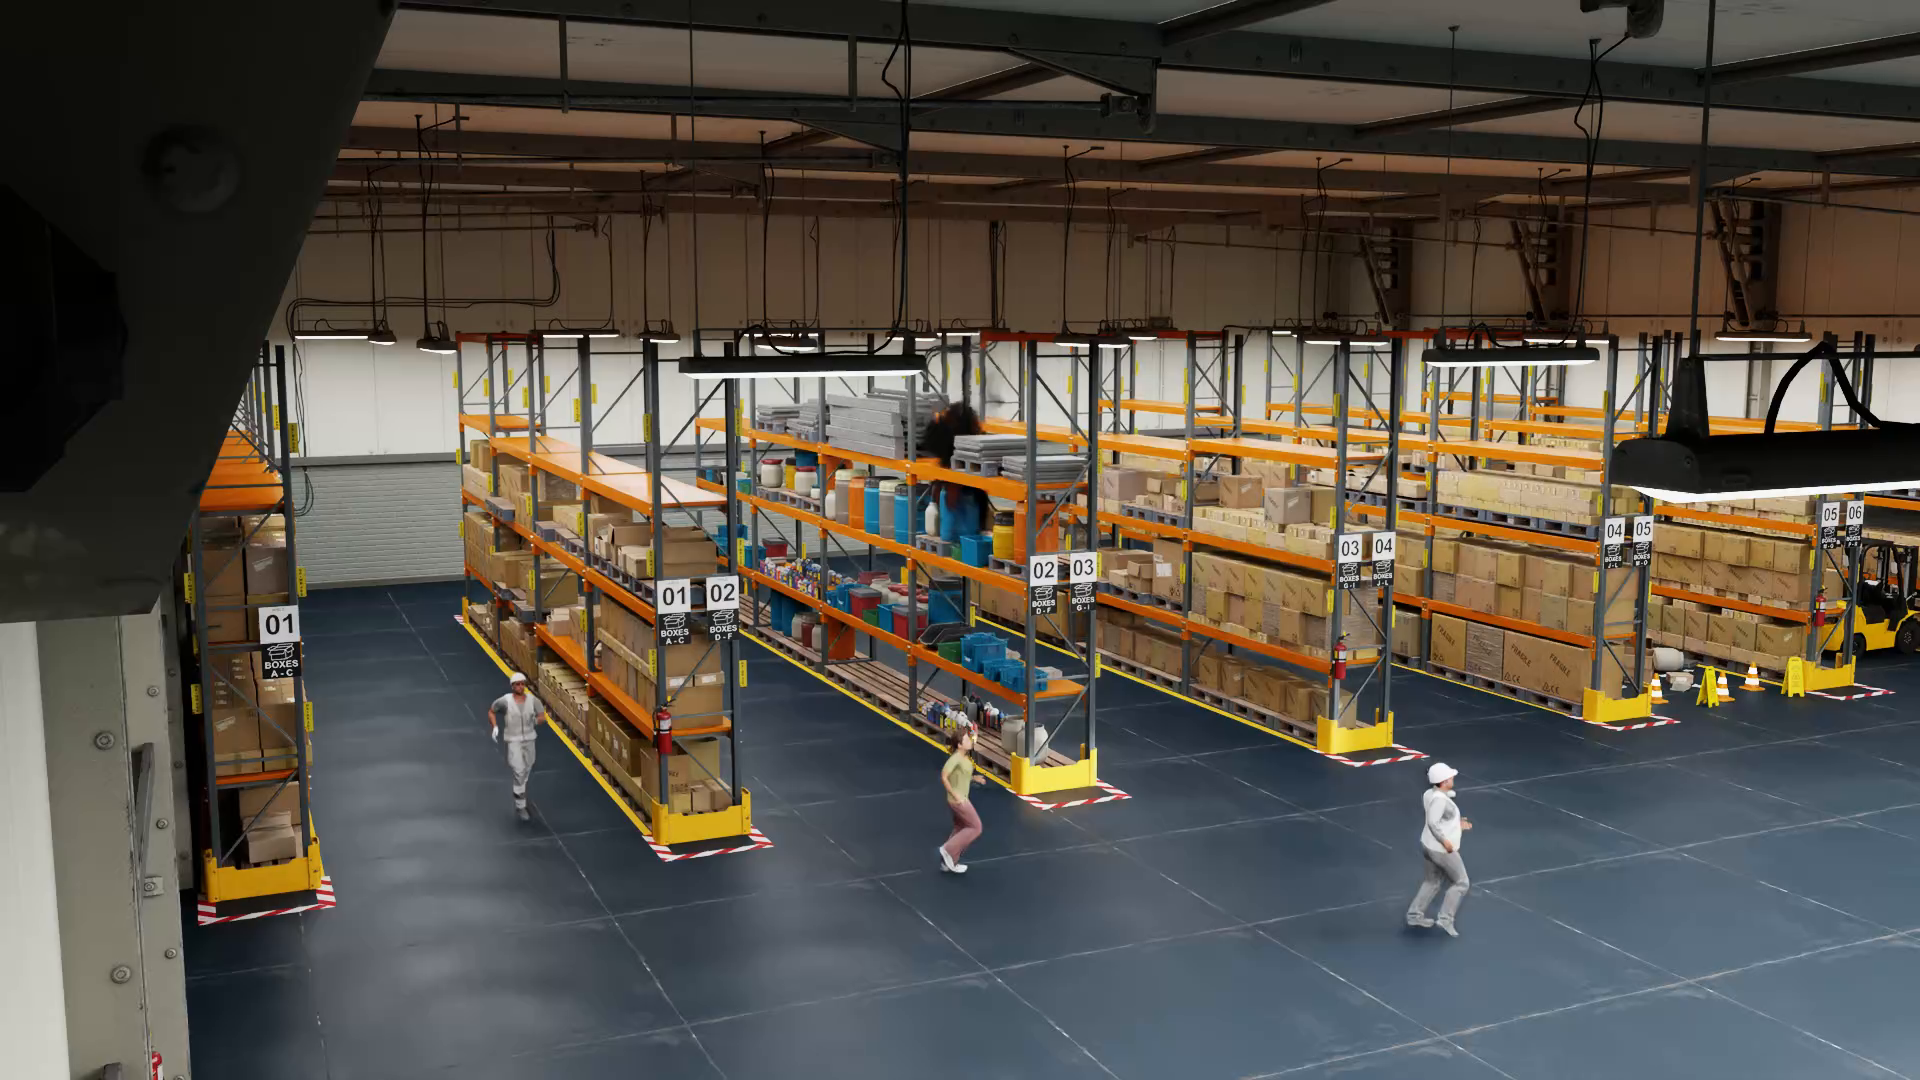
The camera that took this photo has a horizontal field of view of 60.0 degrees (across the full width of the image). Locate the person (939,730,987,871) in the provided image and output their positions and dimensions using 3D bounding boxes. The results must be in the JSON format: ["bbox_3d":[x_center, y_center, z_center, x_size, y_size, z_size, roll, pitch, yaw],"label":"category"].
[{"bbox_3d":[0.033,2.972,18.988,0.538,1.637,0.565,0,8,1],"label":"person"}]

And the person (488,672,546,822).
[{"bbox_3d":[-5.606,2.587,21.167,0.654,1.834,0.835,-5,9,-34],"label":"person"}]

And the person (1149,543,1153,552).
[{"bbox_3d":[4.937,-0.039,41.412,0.645,1.611,0.660,5,9,33],"label":"person"}]

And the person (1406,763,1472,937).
[{"bbox_3d":[4.938,3.189,17.069,0.658,1.834,0.649,0,8,-4],"label":"person"}]
